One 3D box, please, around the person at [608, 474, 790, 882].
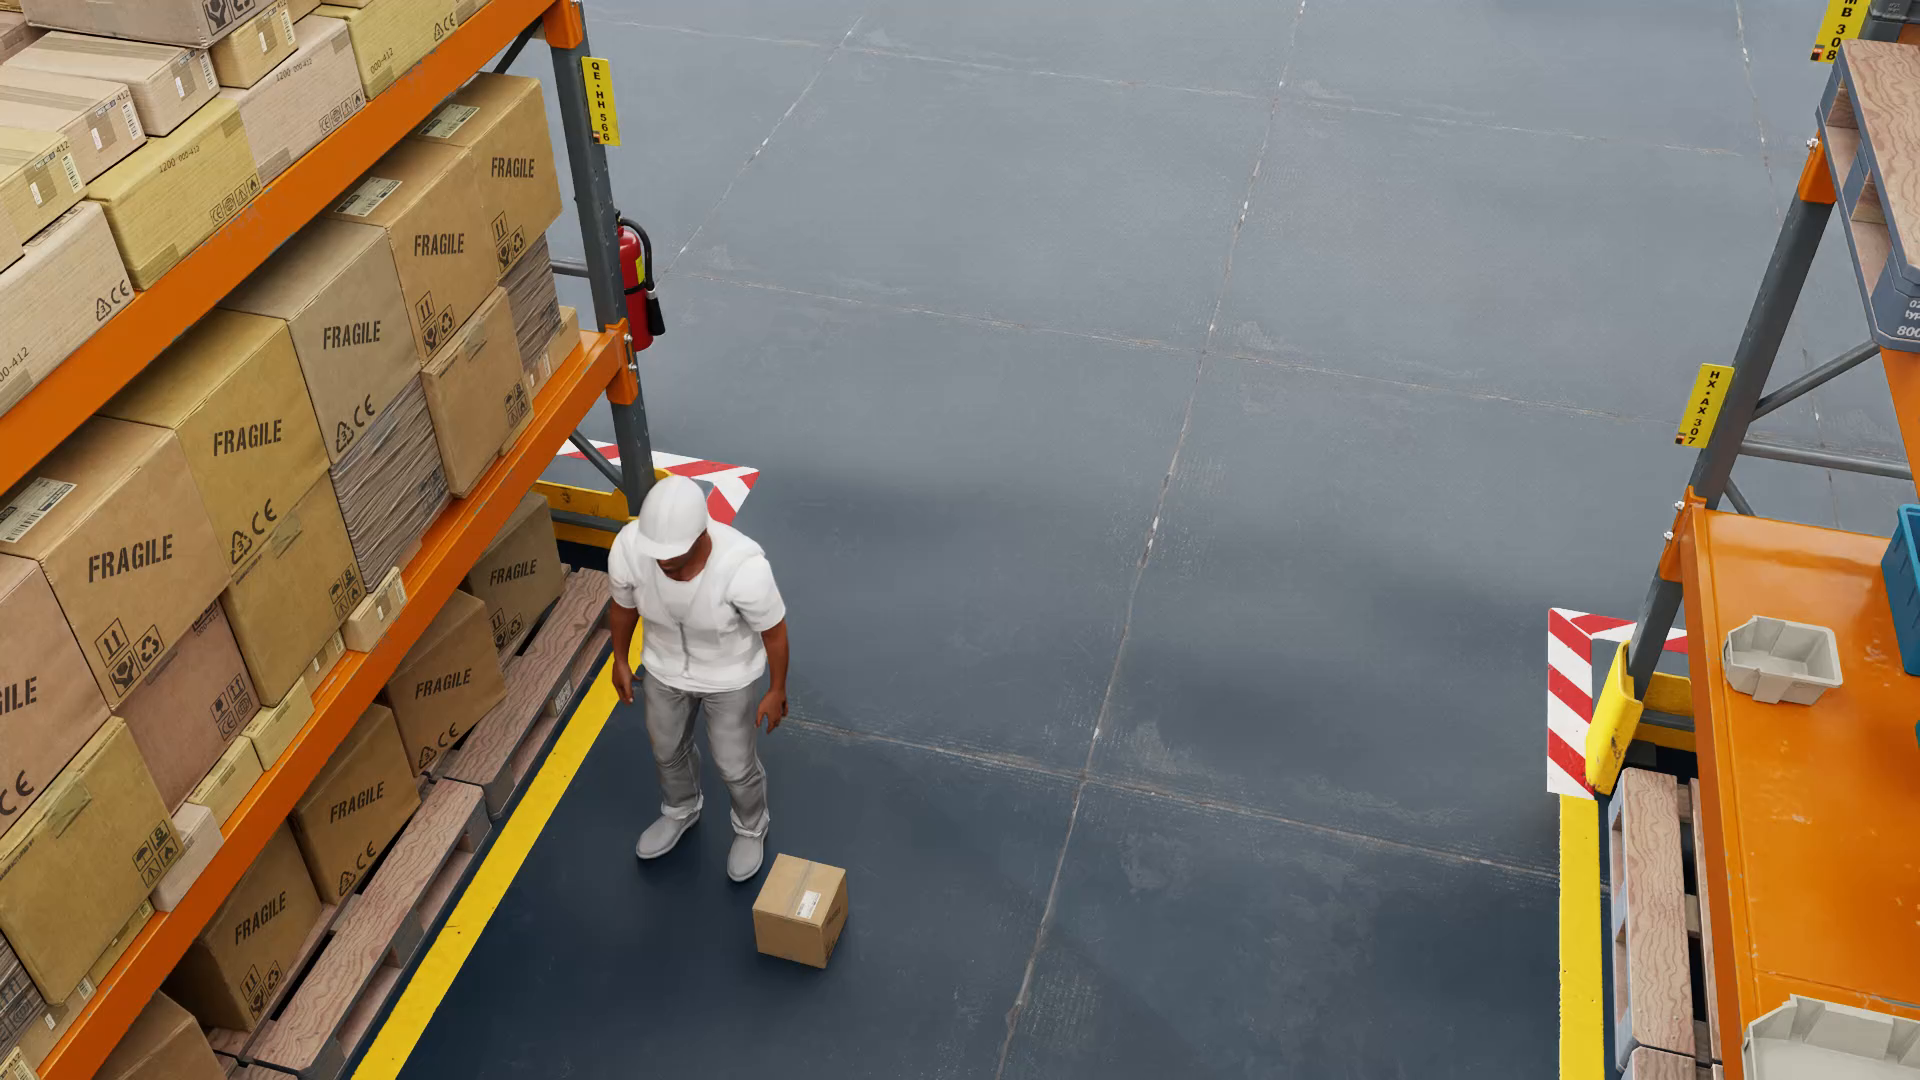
[{"bbox_3d":[-0.882,0.458,5.615,0.631,1.759,0.461,10,42,11],"label":"person"}]
